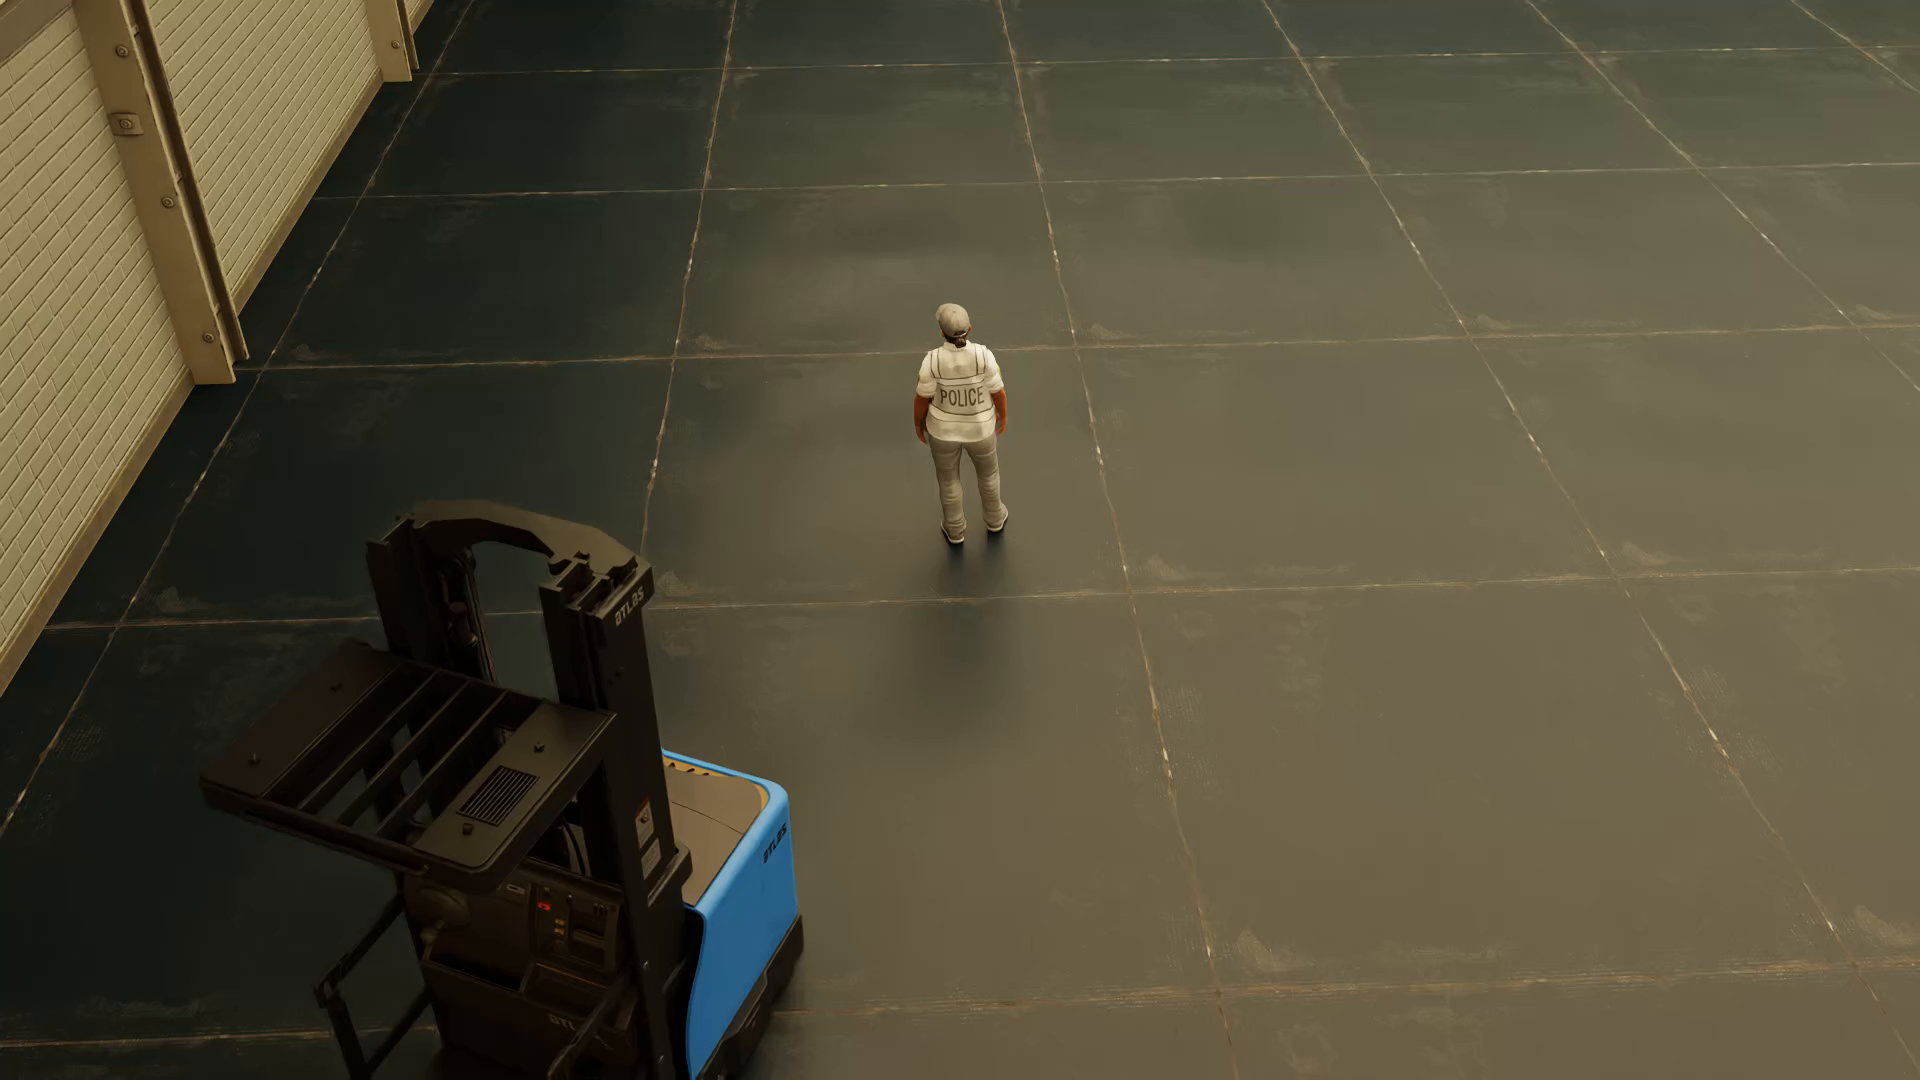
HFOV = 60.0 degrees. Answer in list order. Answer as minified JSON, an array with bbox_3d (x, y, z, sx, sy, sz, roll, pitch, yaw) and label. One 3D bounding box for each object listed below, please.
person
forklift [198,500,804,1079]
[{"bbox_3d":[0.019,-0.726,10.067,0.598,1.670,0.529,-2,36,-2],"label":"person"},{"bbox_3d":[-1.747,1.450,6.020,1.130,2.935,3.031,13,38,17],"label":"forklift"}]
